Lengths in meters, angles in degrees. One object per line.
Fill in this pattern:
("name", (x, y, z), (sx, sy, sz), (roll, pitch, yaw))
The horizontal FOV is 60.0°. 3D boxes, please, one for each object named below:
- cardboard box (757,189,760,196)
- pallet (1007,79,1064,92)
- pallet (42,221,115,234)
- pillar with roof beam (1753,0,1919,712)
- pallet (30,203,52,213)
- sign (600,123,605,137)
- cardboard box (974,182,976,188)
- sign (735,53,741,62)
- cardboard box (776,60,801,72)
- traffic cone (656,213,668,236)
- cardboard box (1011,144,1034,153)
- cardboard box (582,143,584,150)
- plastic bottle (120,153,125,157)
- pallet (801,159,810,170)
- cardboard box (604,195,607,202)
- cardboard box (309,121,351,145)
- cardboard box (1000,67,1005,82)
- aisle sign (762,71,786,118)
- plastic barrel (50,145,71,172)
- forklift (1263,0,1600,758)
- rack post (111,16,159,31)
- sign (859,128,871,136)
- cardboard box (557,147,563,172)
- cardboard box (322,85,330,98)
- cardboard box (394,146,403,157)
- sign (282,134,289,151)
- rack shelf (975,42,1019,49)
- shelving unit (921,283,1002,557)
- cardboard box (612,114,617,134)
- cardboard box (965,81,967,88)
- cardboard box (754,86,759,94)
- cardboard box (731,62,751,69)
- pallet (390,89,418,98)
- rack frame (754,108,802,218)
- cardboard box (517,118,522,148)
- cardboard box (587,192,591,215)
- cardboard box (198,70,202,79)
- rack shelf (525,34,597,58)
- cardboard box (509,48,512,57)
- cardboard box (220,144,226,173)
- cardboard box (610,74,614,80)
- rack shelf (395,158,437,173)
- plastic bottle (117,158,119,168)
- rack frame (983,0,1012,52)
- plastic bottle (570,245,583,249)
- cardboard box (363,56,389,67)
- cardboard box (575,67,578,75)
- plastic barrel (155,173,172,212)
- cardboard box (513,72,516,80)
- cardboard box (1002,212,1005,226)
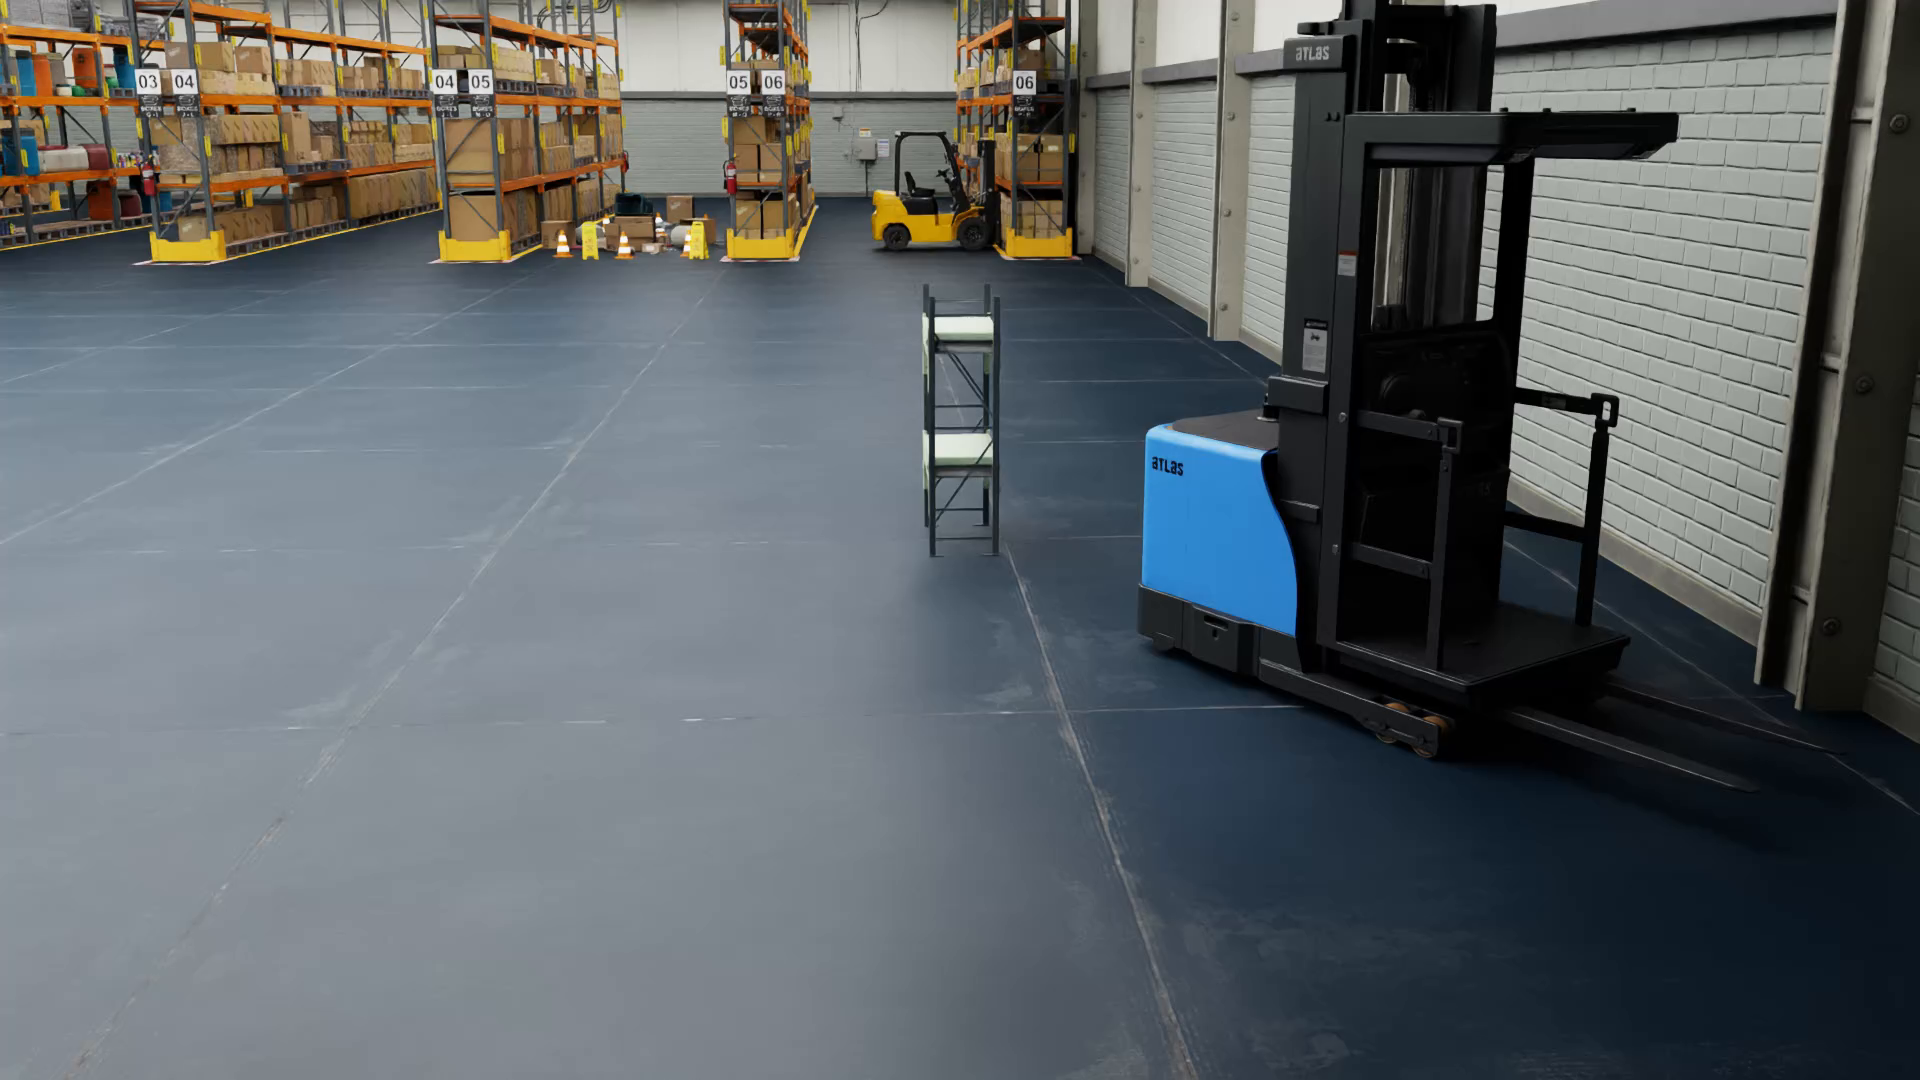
("cardboard box", (-4.017, -6.636, 31.668), (0.380, 0.149, 0.250), (0, 14, 0))
("pallet", (1.399, -8.134, 29.777), (1.003, 0.211, 1.213), (-1, 14, -3))
("pallet", (-18.858, -6.687, 35.591), (1.003, 0.211, 1.213), (-1, 14, -3))
("pillar with roof beam", (-0.537, -3.605, 5.978), (9.100, 9.000, 0.400), (-1, 14, -3))
("pallet", (-24.252, -8.577, 42.937), (1.003, 0.211, 1.213), (-1, 14, -3))
("sign", (-8.661, -9.923, 40.250), (0.100, 0.325, 0.005), (-1, 14, -3))
("cardboard box", (0.552, -8.614, 40.359), (0.380, 0.149, 0.250), (-2, 15, -6))
("sign", (-4.339, -9.349, 32.496), (0.100, 0.325, 0.005), (-1, 14, -3))
("cardboard box", (-3.462, -9.566, 33.620), (0.500, 0.250, 0.500), (-1, 14, -5))
("traffic cone", (-6.275, -6.580, 34.671), (0.336, 0.463, 0.334), (-1, 14, -3))
("cardboard box", (1.116, -6.992, 29.680), (0.380, 0.149, 0.250), (-1, 14, -3))
("cardboard box", (-8.899, -9.095, 38.418), (0.380, 0.149, 0.250), (0, 14, -1))
("plastic bottle", (-19.409, -8.814, 38.511), (0.152, 0.276, 0.135), (-1, 14, -3))
("pallet", (-3.882, -8.191, 36.228), (1.213, 0.211, 1.003), (-1, 14, -3))
("cardboard box", (-8.918, -8.415, 40.993), (0.380, 0.149, 0.250), (0, 14, -1))
("cardboard box", (-13.953, -9.023, 36.862), (0.797, 0.503, 0.637), (0, 14, -2))
("cardboard box", (0.958, -8.808, 31.447), (0.396, 0.266, 0.258), (-1, 14, -5))
("aisle sign", (-3.224, -7.718, 28.788), (0.394, 0.787, 0.004), (-1, 14, -3))
("plastic barrel", (-18.532, -7.833, 34.176), (0.433, 0.535, 0.433), (0, 14, 0))
("forklift", (2.120, -0.685, 6.807), (1.121, 2.935, 3.031), (-10, 18, -35))
("rack post", (-19.094, -11.884, 38.306), (0.937, 0.300, 0.954), (-1, 14, -4))
("sign", (-2.864, -12.298, 50.147), (0.339, 0.242, 0.001), (-1, 14, -3))
("cardboard box", (-8.575, -7.923, 34.599), (0.500, 0.500, 0.500), (-1, 14, -3))
("cardboard box", (-13.605, -9.449, 35.013), (0.500, 0.250, 0.500), (-1, 14, -4))
("cardboard box", (-13.939, -9.494, 40.609), (0.500, 0.250, 0.500), (-1, 14, -4))
("sign", (-13.135, -7.741, 32.357), (0.100, 0.325, 0.005), (-1, 14, -3))
("rack shelf", (0.797, -11.467, 38.495), (0.831, 0.071, 3.687), (-1, 14, -3))
("shelving unit", (0.000, -0.725, 9.833), (0.431, 1.500, 0.755), (-1, 14, -3))
("cardboard box", (-9.114, -10.659, 42.631), (0.500, 0.500, 0.500), (0, 14, -1))
("cardboard box", (0.320, -10.844, 39.593), (0.380, 0.149, 0.250), (-1, 14, -3))
("cardboard box", (-3.818, -8.078, 29.885), (0.380, 0.149, 0.250), (-1, 14, -3))
("cardboard box", (-3.853, -8.267, 29.021), (0.380, 0.149, 0.250), (-1, 14, -3))
("pallet", (-14.284, -11.218, 41.763), (1.003, 0.211, 1.213), (-1, 14, -3))
("rack frame", (-4.033, -8.460, 36.886), (1.000, 3.000, 0.127), (-1, 14, -3))
("cardboard box", (-8.684, -7.595, 31.058), (0.875, 0.550, 0.550), (-1, 14, -3))
("cardboard box", (-8.827, -7.783, 38.431), (0.500, 0.500, 0.500), (-1, 14, -5))
("cardboard box", (-13.214, -7.962, 28.434), (0.380, 0.149, 0.250), (-1, 14, -4))
("rack shelf", (-9.091, -11.219, 37.817), (1.077, 0.370, 4.000), (-1, 14, -3))
("cardboard box", (-8.252, -8.742, 29.823), (0.380, 0.149, 0.250), (-1, 14, -4))
("cardboard box", (-13.586, -6.769, 29.519), (0.875, 0.500, 0.500), (-1, 14, -3))
("cardboard box", (-9.090, -11.894, 42.712), (0.380, 0.149, 0.250), (-1, 14, -3))
("rack shelf", (-14.296, -9.451, 42.181), (1.077, 0.370, 4.000), (-1, 14, -3))
("plastic bottle", (-18.551, -8.310, 36.562), (0.097, 0.271, 0.097), (0, 14, 0))
("rack frame", (0.918, -11.443, 36.440), (0.949, 2.616, 0.053), (-1, 14, -3))
("plastic bottle", (-7.187, -5.514, 31.336), (0.283, 0.061, 0.133), (-6, 16, -23))
("cardboard box", (-14.223, -11.652, 40.523), (0.500, 0.250, 0.500), (-2, 15, -7))
("cardboard box", (-9.250, -10.673, 38.418), (0.797, 0.503, 0.637), (-1, 14, -4))
("plastic barrel", (-19.098, -8.277, 39.543), (0.600, 0.901, 0.708), (-1, 14, -3))
("cardboard box", (-8.267, -8.419, 30.168), (0.380, 0.149, 0.250), (-1, 14, -3))
("cardboard box", (1.054, -5.903, 30.620), (0.500, 0.250, 0.500), (-1, 14, -4))
